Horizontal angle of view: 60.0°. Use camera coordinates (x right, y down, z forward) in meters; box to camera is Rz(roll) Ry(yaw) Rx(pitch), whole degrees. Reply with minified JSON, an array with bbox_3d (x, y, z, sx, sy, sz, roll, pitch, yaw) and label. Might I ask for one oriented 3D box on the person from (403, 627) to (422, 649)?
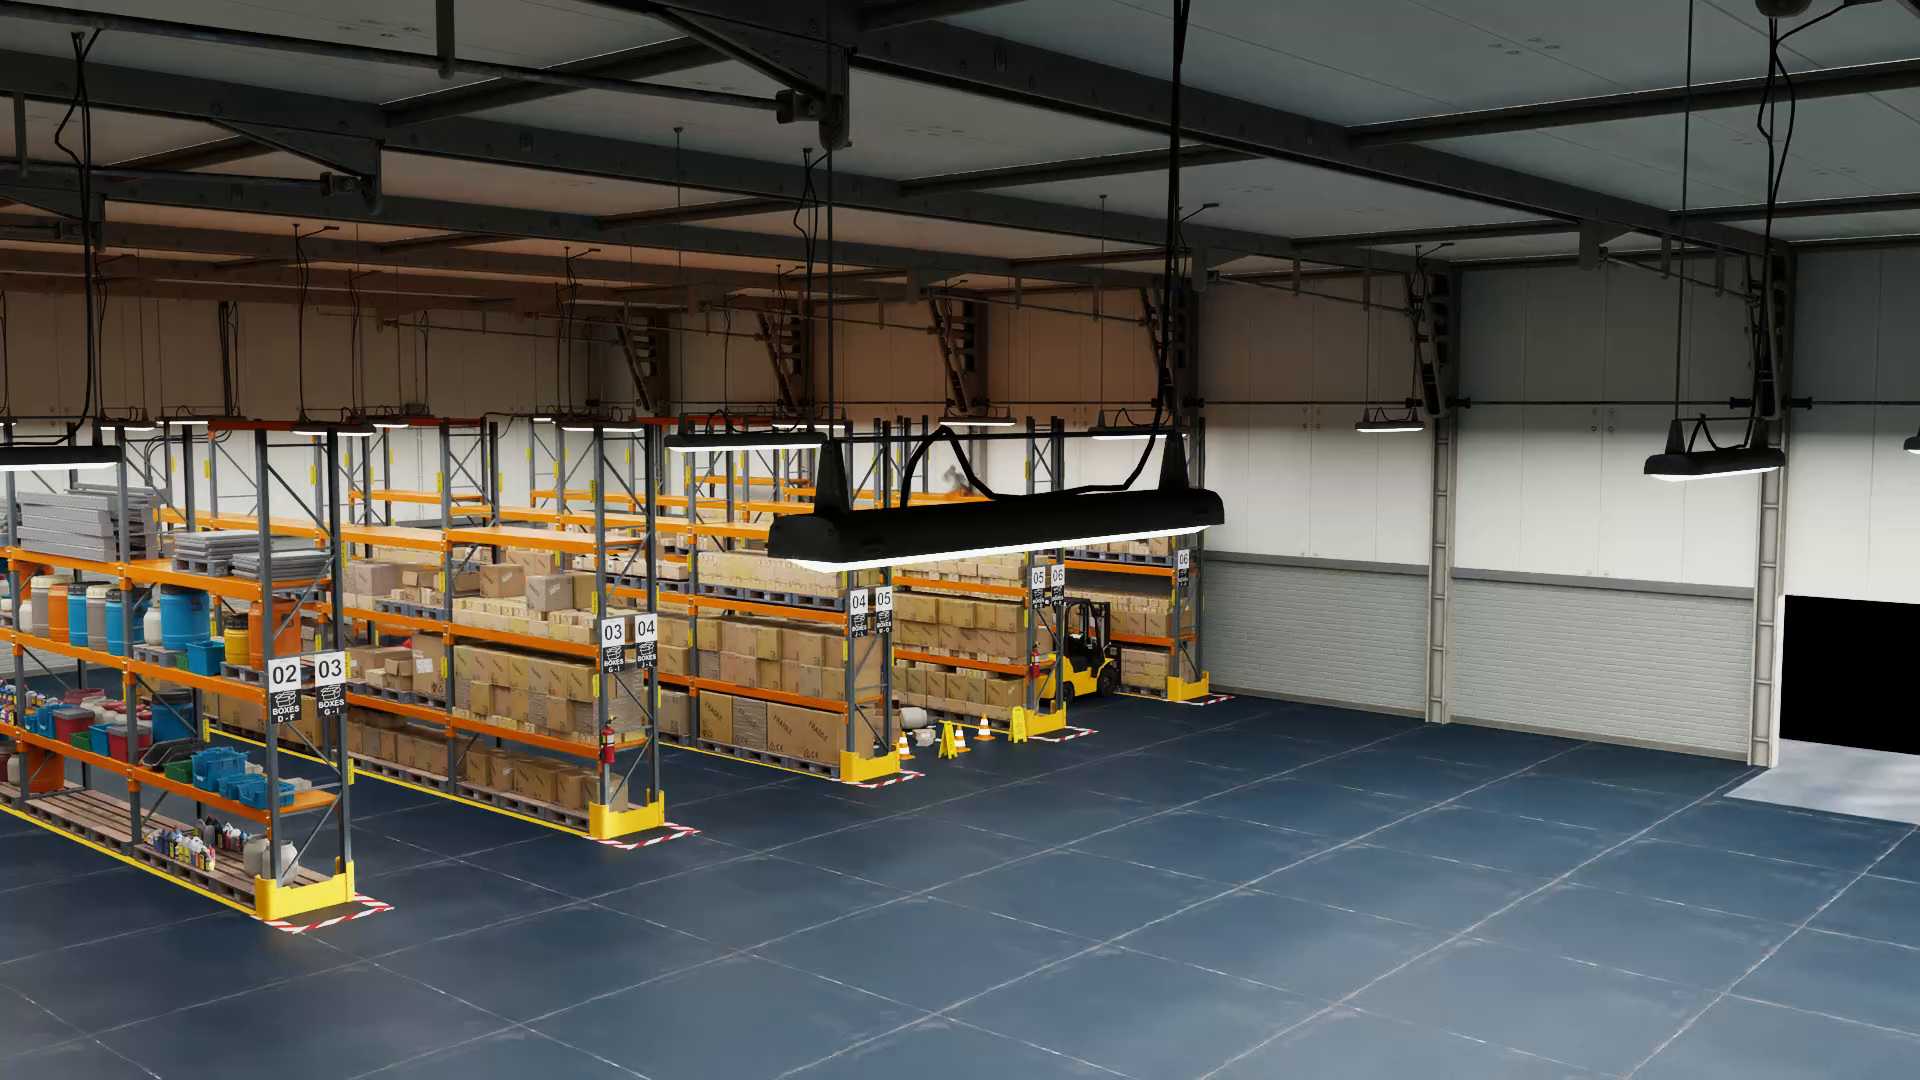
[{"bbox_3d":[-11.158,2.655,34.197,0.783,1.818,0.683,4,6,43],"label":"person"}]
